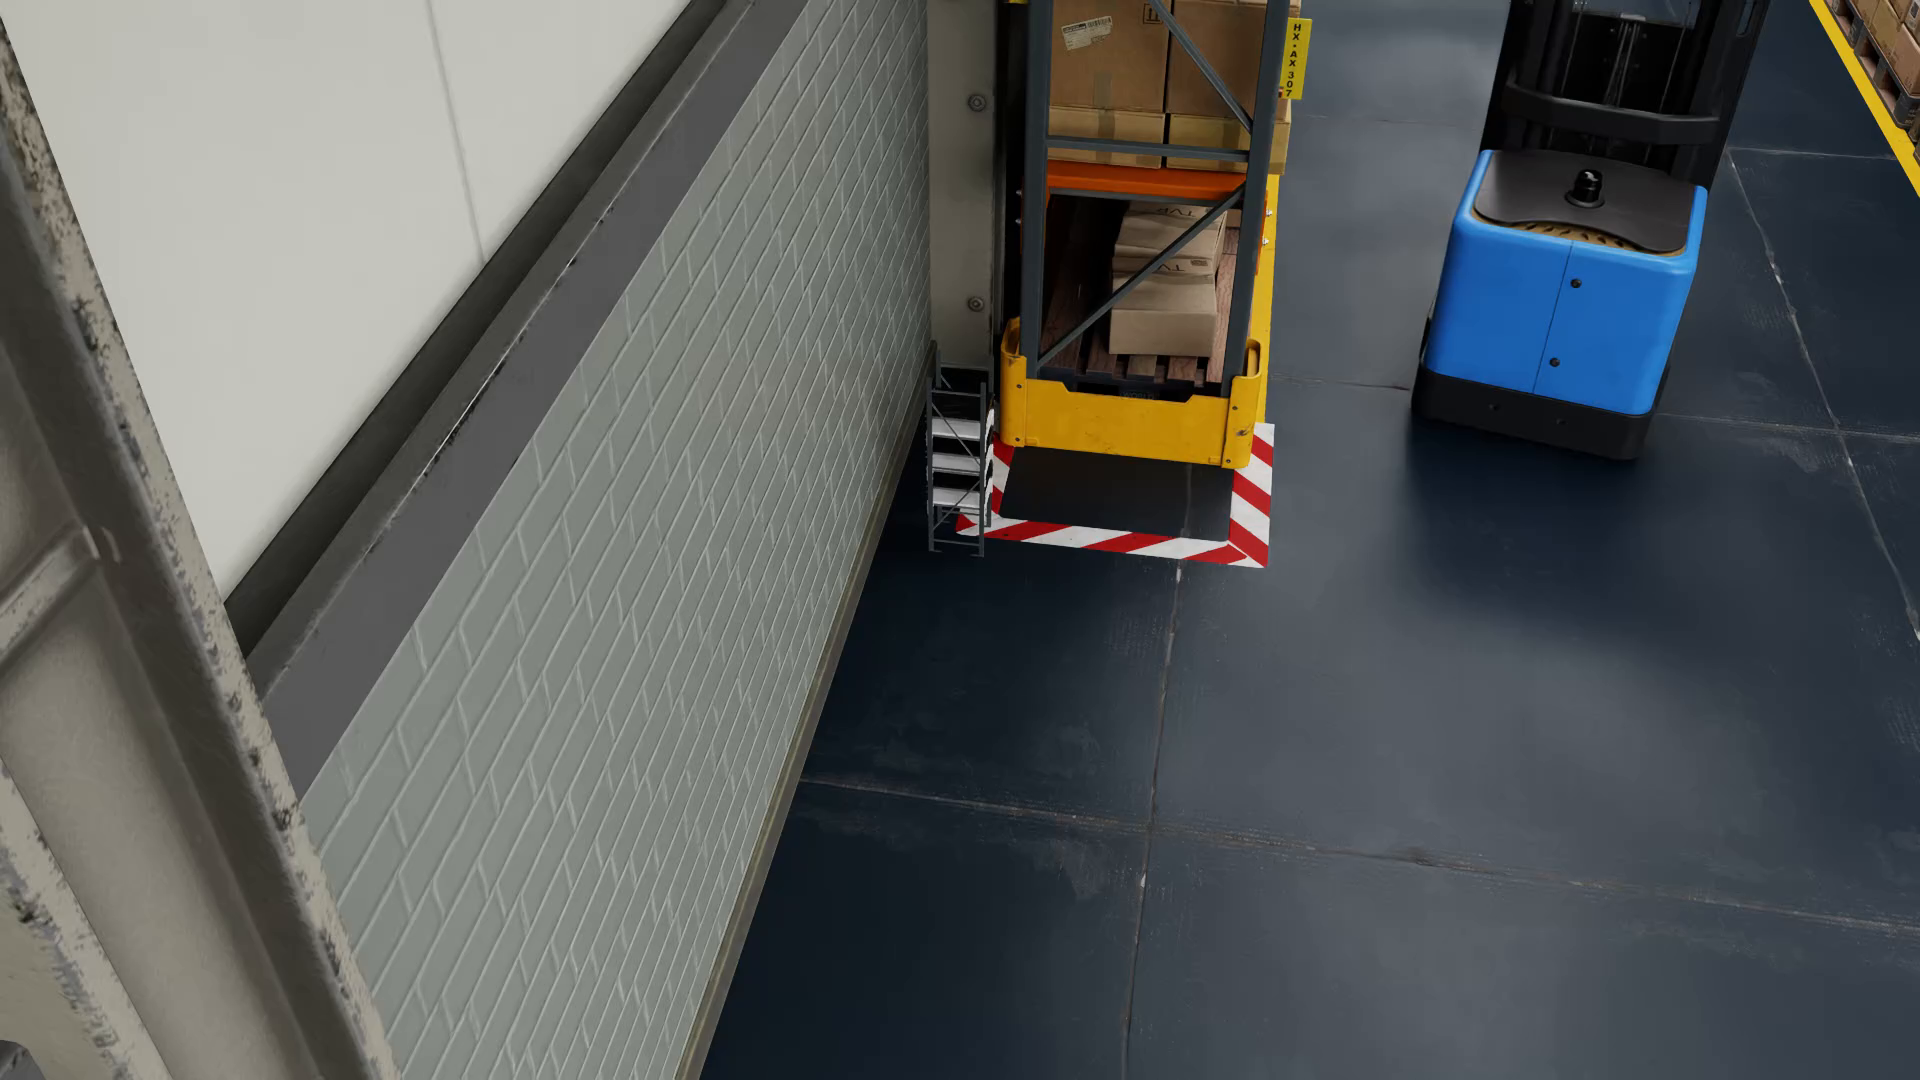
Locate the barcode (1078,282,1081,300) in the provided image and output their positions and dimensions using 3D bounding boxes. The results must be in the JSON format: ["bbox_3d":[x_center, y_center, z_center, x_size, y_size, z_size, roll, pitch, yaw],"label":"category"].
[{"bbox_3d":[0.584,-1.217,8.126,0.001,0.075,0.075,6,40,8],"label":"barcode"}]

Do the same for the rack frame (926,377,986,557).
[{"bbox_3d":[-0.016,-0.288,6.892,0.240,0.900,0.006,6,40,8],"label":"rack frame"}]

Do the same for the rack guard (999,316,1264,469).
[{"bbox_3d":[0.780,-0.685,7.686,1.175,0.500,0.348,6,40,8],"label":"rack guard"}]

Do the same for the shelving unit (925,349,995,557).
[{"bbox_3d":[0.001,-0.352,6.969,0.258,0.900,0.210,6,40,8],"label":"shelving unit"}]

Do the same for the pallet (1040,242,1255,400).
[{"bbox_3d":[0.955,-1.080,8.390,1.003,0.211,1.213,6,40,8],"label":"pallet"}]

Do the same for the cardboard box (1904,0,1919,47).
[{"bbox_3d":[6.126,-3.171,10.120,0.500,0.311,0.500,6,40,8],"label":"cardboard box"}]

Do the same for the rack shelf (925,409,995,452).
[{"bbox_3d":[0.001,-0.465,6.876,0.258,0.077,0.200,6,40,8],"label":"rack shelf"}]

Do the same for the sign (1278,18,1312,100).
[{"bbox_3d":[1.301,-1.875,6.484,0.100,0.325,0.005,6,40,8],"label":"sign"}]

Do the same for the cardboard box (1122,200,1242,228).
[{"bbox_3d":[1.250,-2.044,8.984,0.700,0.500,0.500,4,40,5],"label":"cardboard box"}]

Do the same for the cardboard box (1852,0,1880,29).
[{"bbox_3d":[6.302,-3.600,11.078,0.500,0.250,0.500,7,40,9],"label":"cardboard box"}]

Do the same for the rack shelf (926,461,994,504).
[{"bbox_3d":[0.001,-0.257,7.048,0.258,0.077,0.200,6,40,8],"label":"rack shelf"}]

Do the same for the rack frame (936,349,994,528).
[{"bbox_3d":[0.019,-0.416,7.046,0.240,0.900,0.006,6,40,8],"label":"rack frame"}]

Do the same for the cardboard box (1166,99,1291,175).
[{"bbox_3d":[1.164,-1.822,7.201,0.500,0.250,0.500,5,40,6],"label":"cardboard box"}]

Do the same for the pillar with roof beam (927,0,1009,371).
[{"bbox_3d":[4.276,-3.973,4.993,9.100,9.000,0.400,6,40,8],"label":"pillar with roof beam"}]

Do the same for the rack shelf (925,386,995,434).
[{"bbox_3d":[0.001,-0.534,6.818,0.258,0.077,0.200,6,40,8],"label":"rack shelf"}]

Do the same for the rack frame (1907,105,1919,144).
[{"bbox_3d":[6.339,-3.567,9.210,1.000,3.000,0.127,6,40,8],"label":"rack frame"}]

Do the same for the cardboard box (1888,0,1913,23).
[{"bbox_3d":[6.210,-3.498,10.516,0.500,0.311,0.500,7,40,9],"label":"cardboard box"}]

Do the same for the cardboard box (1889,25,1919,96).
[{"bbox_3d":[6.125,-2.962,10.306,0.500,0.250,0.500,6,40,7],"label":"cardboard box"}]

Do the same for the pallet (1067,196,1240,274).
[{"bbox_3d":[1.169,-1.843,9.314,1.003,0.211,1.213,6,40,8],"label":"pallet"}]

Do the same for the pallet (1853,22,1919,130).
[{"bbox_3d":[6.428,-2.959,10.663,1.003,0.211,1.213,6,40,8],"label":"pallet"}]

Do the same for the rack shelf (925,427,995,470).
[{"bbox_3d":[0.001,-0.395,6.933,0.258,0.077,0.200,6,40,8],"label":"rack shelf"}]

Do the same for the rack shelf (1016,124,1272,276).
[{"bbox_3d":[1.113,-2.579,8.579,1.077,0.370,4.000,6,40,8],"label":"rack shelf"}]

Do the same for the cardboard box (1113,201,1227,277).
[{"bbox_3d":[1.074,-1.516,8.495,0.500,0.311,0.500,10,41,11],"label":"cardboard box"}]

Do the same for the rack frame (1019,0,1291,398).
[{"bbox_3d":[0.767,-1.601,6.832,1.000,3.000,0.127,6,40,8],"label":"rack frame"}]

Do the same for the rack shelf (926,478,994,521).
[{"bbox_3d":[0.001,-0.187,7.105,0.258,0.077,0.200,6,40,8],"label":"rack shelf"}]

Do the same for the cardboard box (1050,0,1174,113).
[{"bbox_3d":[0.639,-2.159,7.021,0.500,0.500,0.500,6,40,7],"label":"cardboard box"}]

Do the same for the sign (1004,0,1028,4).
[{"bbox_3d":[0.224,-2.243,6.452,0.100,0.325,0.005,6,40,8],"label":"sign"}]

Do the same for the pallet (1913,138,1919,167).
[{"bbox_3d":[6.160,-1.998,9.501,1.003,0.211,1.213,6,40,8],"label":"pallet"}]

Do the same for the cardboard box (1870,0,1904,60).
[{"bbox_3d":[6.214,-3.279,10.690,0.500,0.250,0.500,6,40,7],"label":"cardboard box"}]

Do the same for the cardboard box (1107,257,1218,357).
[{"bbox_3d":[0.975,-1.158,8.062,0.500,0.311,0.500,2,40,3],"label":"cardboard box"}]

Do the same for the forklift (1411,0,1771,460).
[{"bbox_3d":[3.184,-2.437,7.897,1.130,2.935,3.031,15,42,17],"label":"forklift"}]

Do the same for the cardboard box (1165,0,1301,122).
[{"bbox_3d":[1.145,-2.106,6.957,0.500,0.500,0.500,6,40,8],"label":"cardboard box"}]

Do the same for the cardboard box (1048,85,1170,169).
[{"bbox_3d":[0.657,-1.865,7.254,0.500,0.250,0.500,7,40,8],"label":"cardboard box"}]

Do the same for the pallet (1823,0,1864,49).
[{"bbox_3d":[6.637,-3.727,11.592,1.003,0.211,1.213,6,40,8],"label":"pallet"}]

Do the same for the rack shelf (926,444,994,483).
[{"bbox_3d":[0.001,-0.326,6.990,0.258,0.077,0.200,6,40,8],"label":"rack shelf"}]
